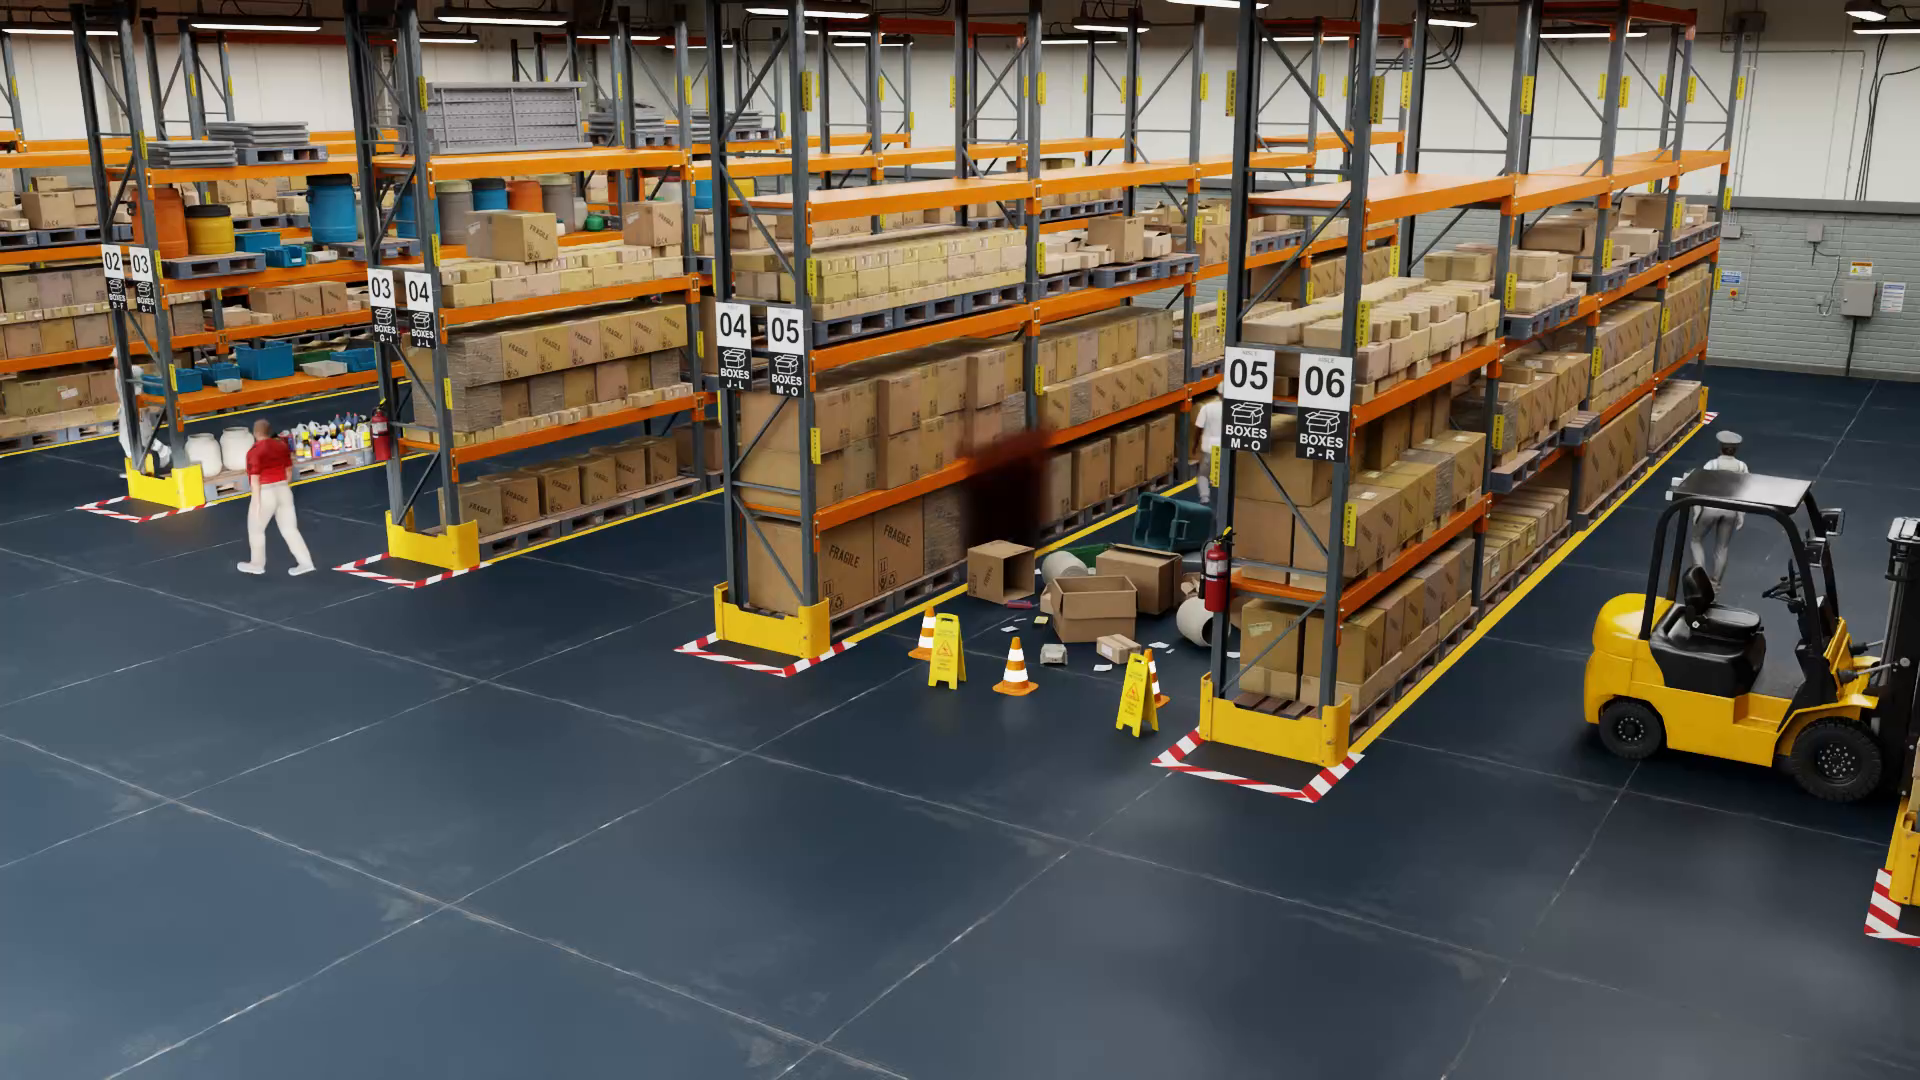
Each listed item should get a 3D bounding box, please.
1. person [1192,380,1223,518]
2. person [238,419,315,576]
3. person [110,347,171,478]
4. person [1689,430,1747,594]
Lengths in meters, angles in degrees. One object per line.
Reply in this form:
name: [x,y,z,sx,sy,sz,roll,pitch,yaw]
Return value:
person: [3.063,-1.026,19.688,0.649,1.747,0.604,3,16,9]
person: [-7.323,-0.453,17.697,0.903,1.697,0.558,10,19,33]
person: [-10.968,-1.739,22.210,0.628,1.767,0.689,7,17,23]
person: [7.795,-0.263,17.093,0.518,1.713,0.345,2,16,6]
